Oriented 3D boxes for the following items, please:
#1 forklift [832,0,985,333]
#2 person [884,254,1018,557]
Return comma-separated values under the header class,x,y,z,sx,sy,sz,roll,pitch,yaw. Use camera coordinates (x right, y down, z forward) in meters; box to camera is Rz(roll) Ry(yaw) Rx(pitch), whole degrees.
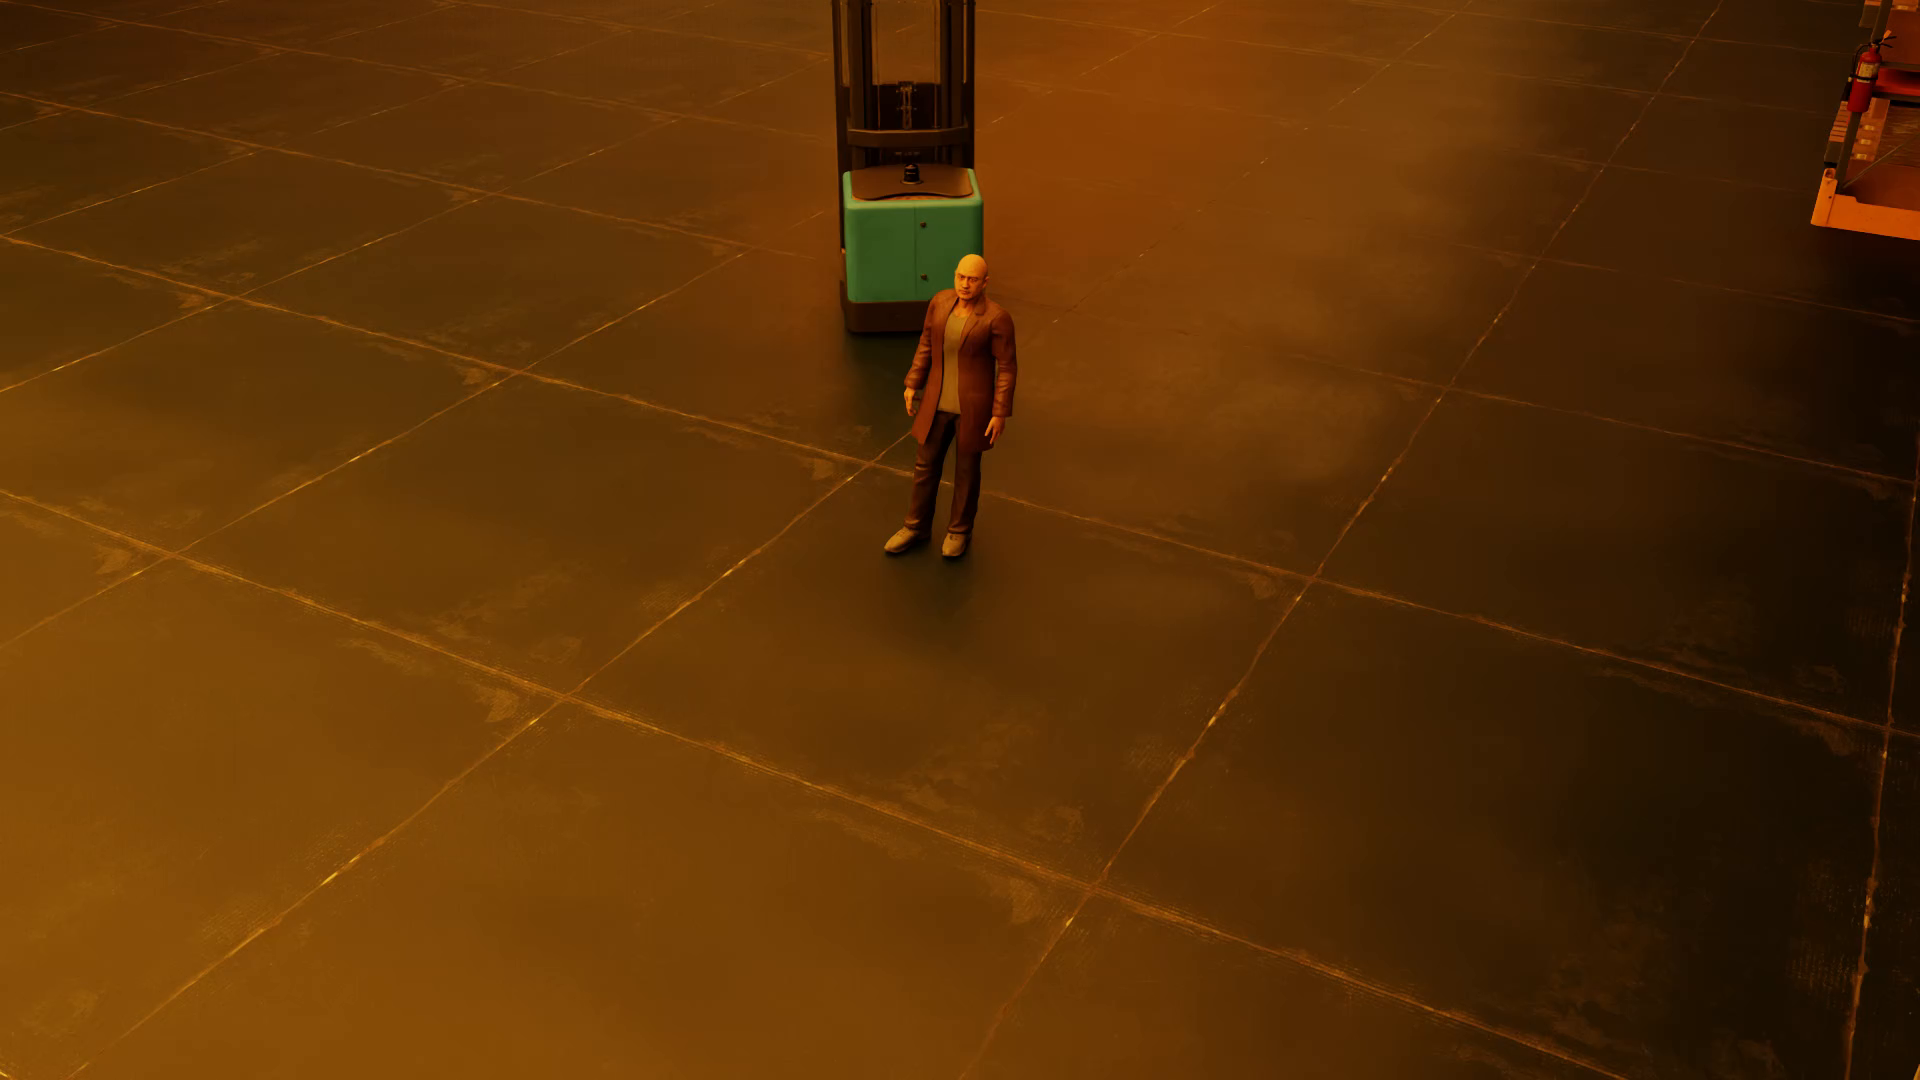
class,x,y,z,sx,sy,sz,roll,pitch,yaw
forklift,-0.452,-3.547,13.216,1.130,2.935,3.031,-2,30,-4
person,-0.048,-0.738,9.488,0.696,1.775,0.582,15,33,25
